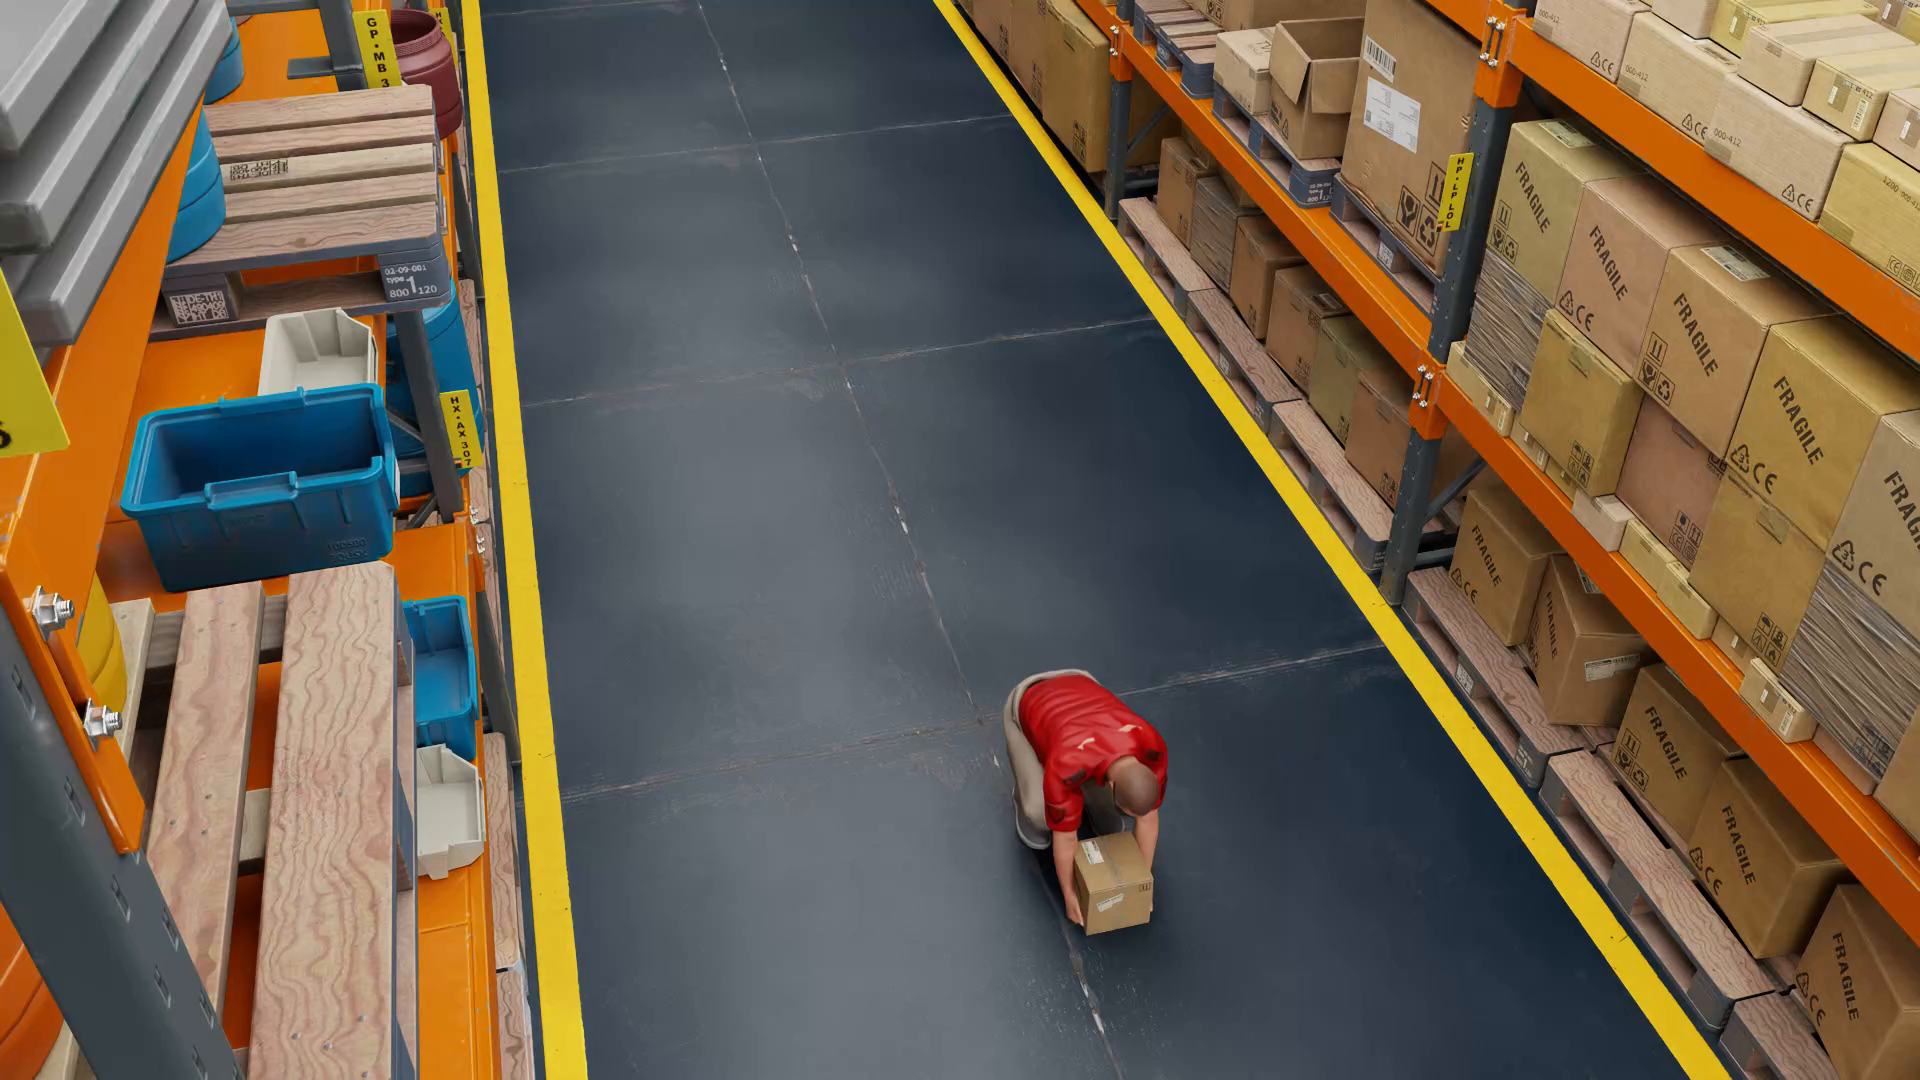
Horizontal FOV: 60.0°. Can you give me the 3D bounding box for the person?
[{"bbox_3d":[0.476,0.918,6.364,0.525,0.798,0.921,-10,39,-13],"label":"person"}]
